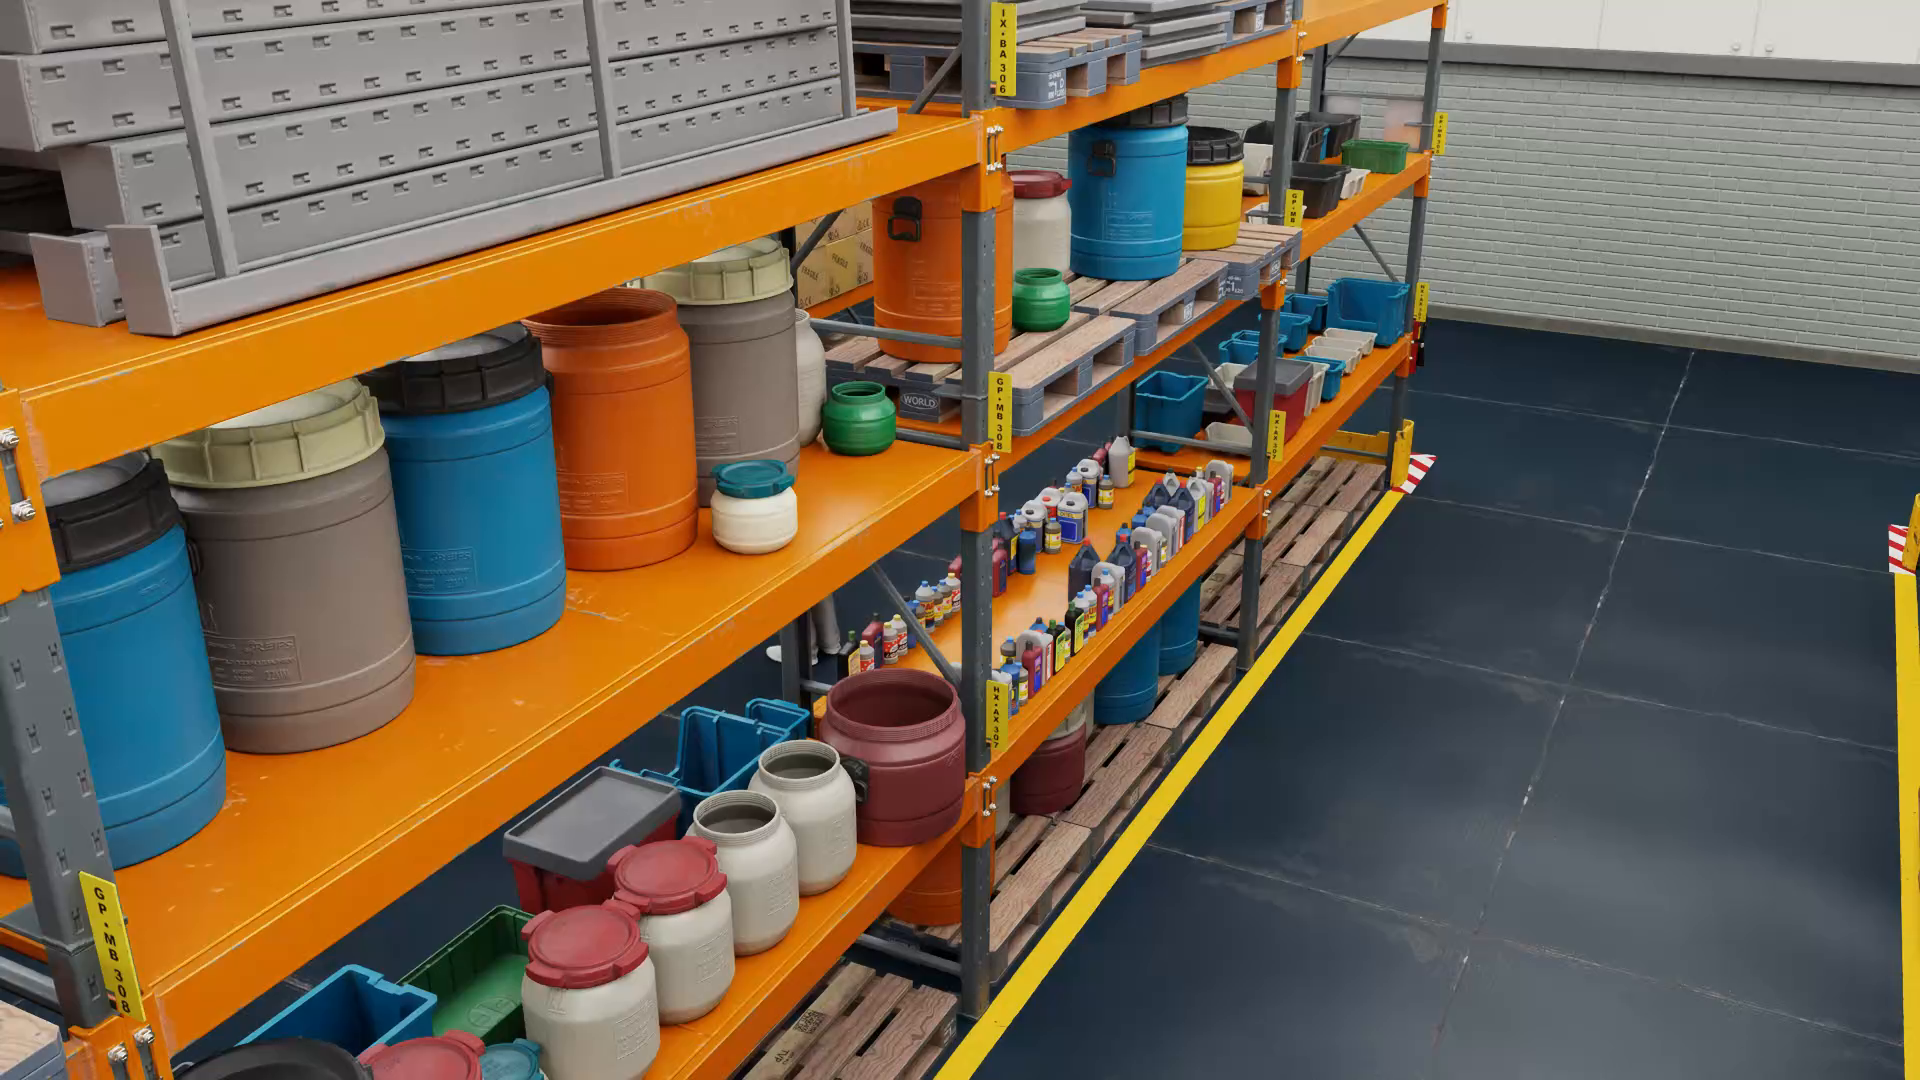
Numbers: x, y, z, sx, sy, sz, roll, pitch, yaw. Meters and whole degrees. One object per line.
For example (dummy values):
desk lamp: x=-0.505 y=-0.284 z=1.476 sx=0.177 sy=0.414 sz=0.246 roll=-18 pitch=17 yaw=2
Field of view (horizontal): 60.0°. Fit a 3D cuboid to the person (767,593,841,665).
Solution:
person: x=-1.088 y=-0.044 z=10.899 sx=0.563 sy=1.770 sz=0.529 roll=11 pitch=25 yaw=25
